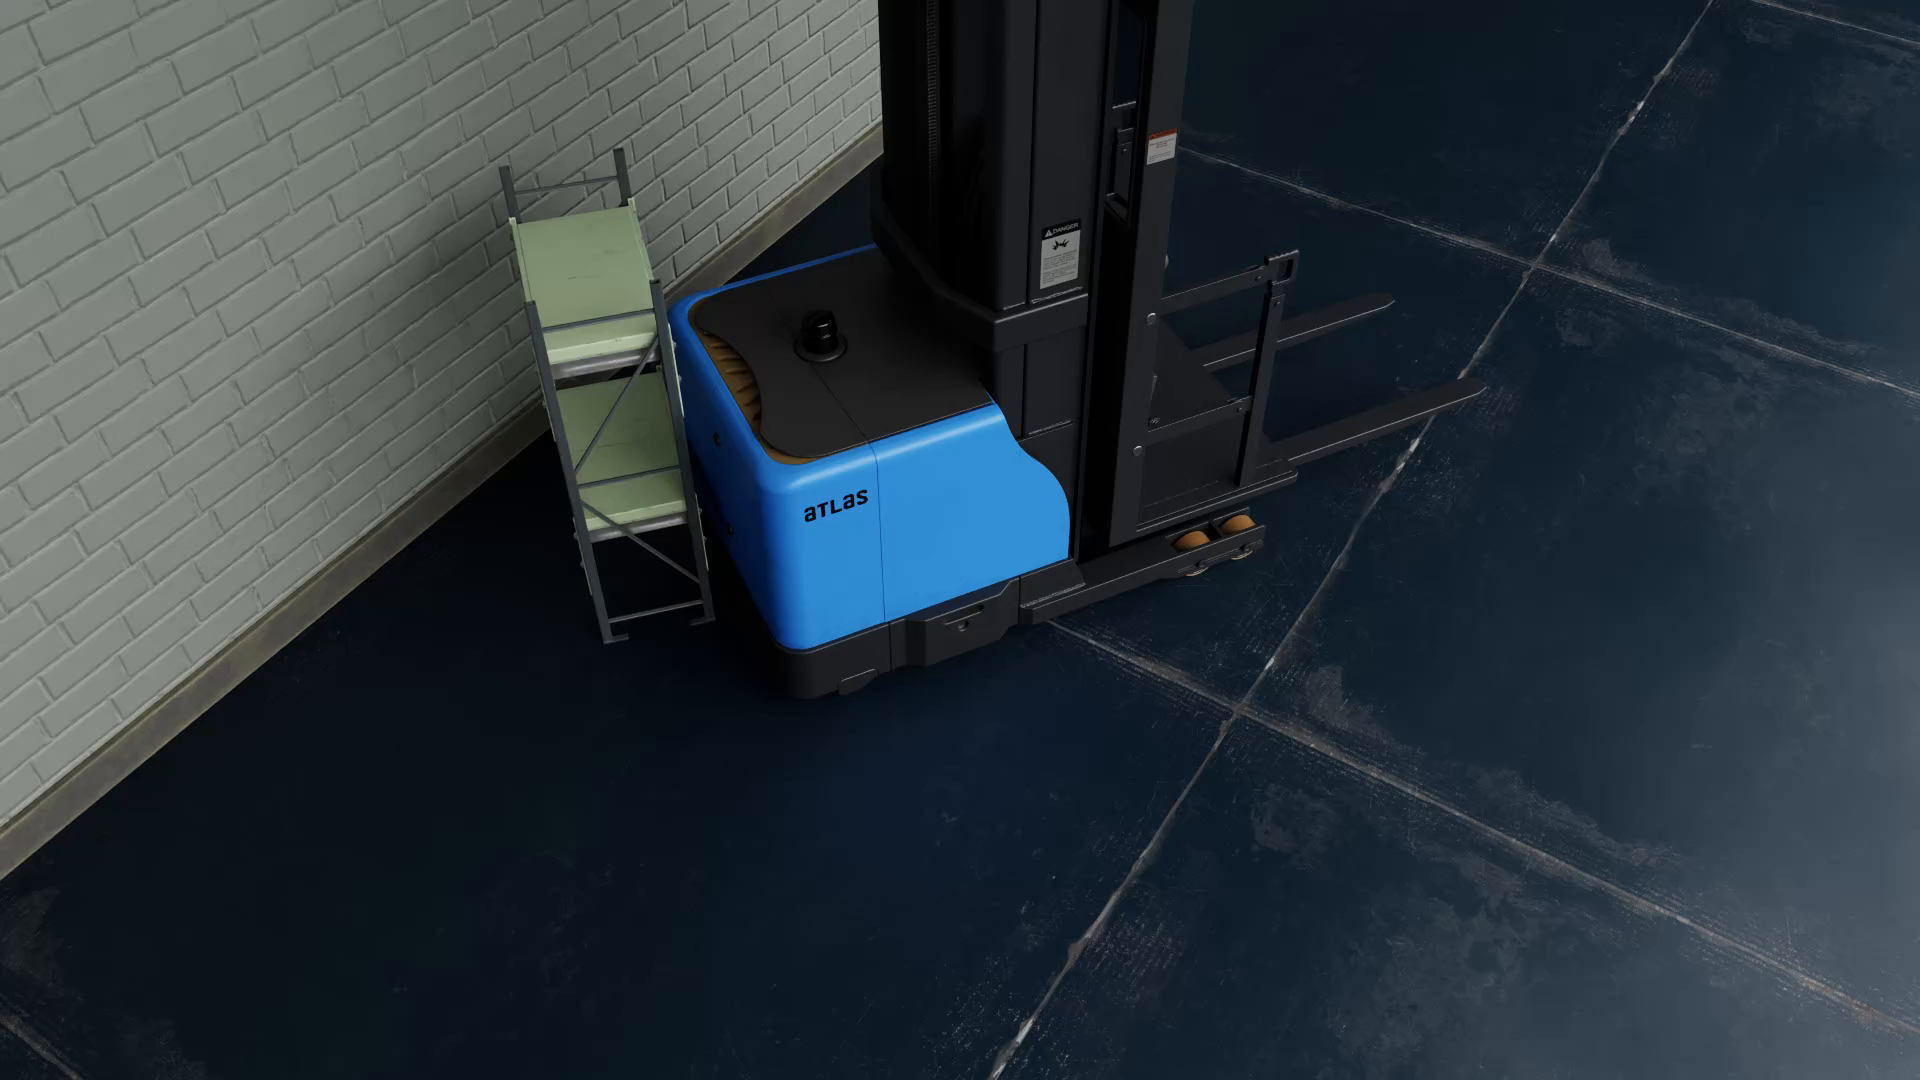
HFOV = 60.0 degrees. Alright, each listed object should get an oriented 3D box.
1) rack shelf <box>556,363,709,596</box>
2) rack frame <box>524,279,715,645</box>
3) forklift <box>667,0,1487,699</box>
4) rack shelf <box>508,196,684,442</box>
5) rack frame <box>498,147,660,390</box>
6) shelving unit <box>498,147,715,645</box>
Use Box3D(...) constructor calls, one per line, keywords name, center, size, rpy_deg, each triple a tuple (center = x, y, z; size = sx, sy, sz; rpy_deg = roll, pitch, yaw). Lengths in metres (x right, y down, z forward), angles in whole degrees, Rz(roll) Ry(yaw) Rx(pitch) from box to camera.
Box3D(name="rack shelf", center=(-1.177, -0.225, 5.878), size=(0.431, 0.370, 0.720), rpy_deg=(-12, 47, -11))
Box3D(name="rack frame", center=(-1.073, -0.201, 5.399), size=(0.400, 1.500, 0.023), rpy_deg=(-12, 47, -11))
Box3D(name="forklift", center=(0.562, -1.214, 5.386), size=(3.031, 2.935, 1.130), rpy_deg=(-19, 49, -18))
Box3D(name="rack shelf", center=(-1.177, -0.724, 5.364), size=(0.431, 0.370, 0.720), rpy_deg=(-12, 47, -11))
Box3D(name="rack frame", center=(-1.282, -0.704, 5.888), size=(0.400, 1.500, 0.023), rpy_deg=(-12, 47, -11))
Box3D(name="shelving unit", center=(-1.177, -0.452, 5.644), size=(0.431, 1.500, 0.755), rpy_deg=(-12, 47, -11))
